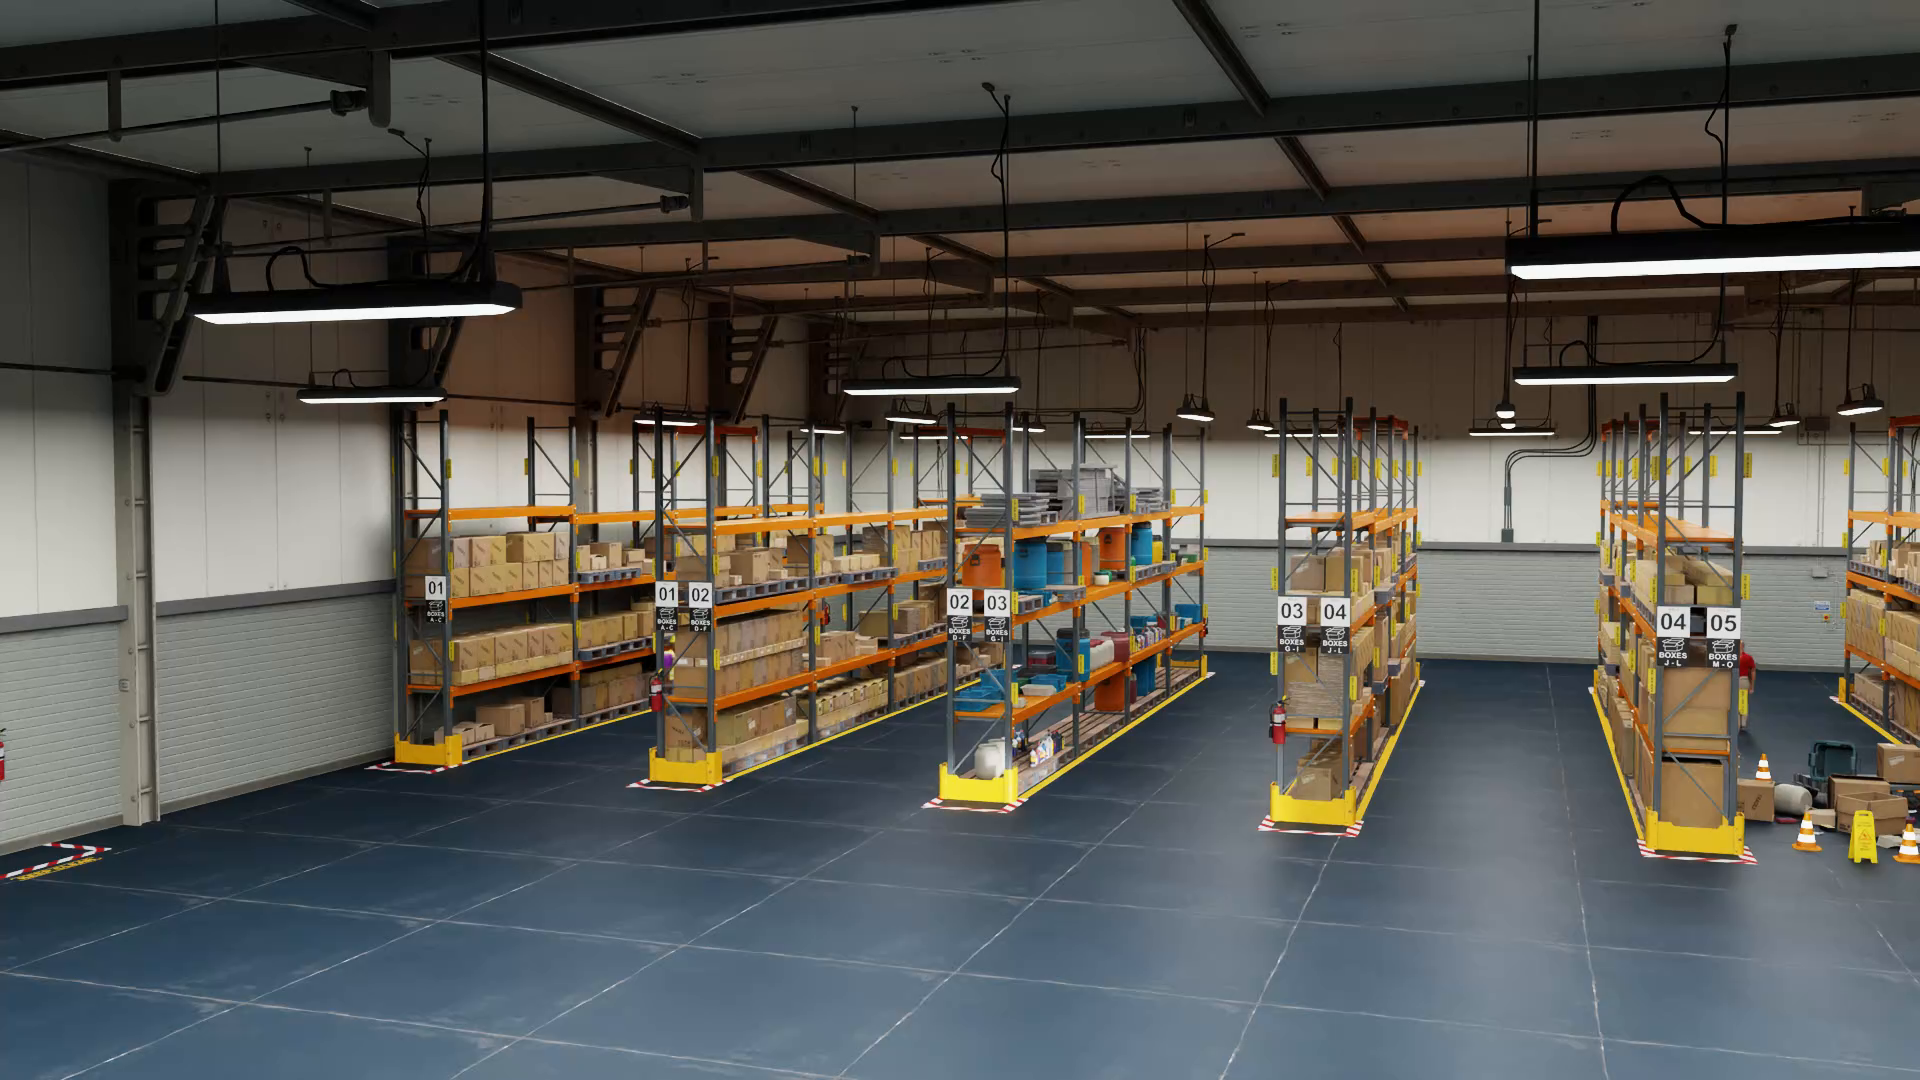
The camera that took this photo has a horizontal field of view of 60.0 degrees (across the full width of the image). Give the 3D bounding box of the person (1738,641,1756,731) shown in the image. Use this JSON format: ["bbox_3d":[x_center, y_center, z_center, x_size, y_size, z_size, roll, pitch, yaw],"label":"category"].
[{"bbox_3d":[14.774,2.790,31.587,0.617,1.766,0.687,1,3,15],"label":"person"}]

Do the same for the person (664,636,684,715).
[{"bbox_3d":[-5.506,2.777,32.254,0.390,1.851,0.650,1,3,20],"label":"person"}]
